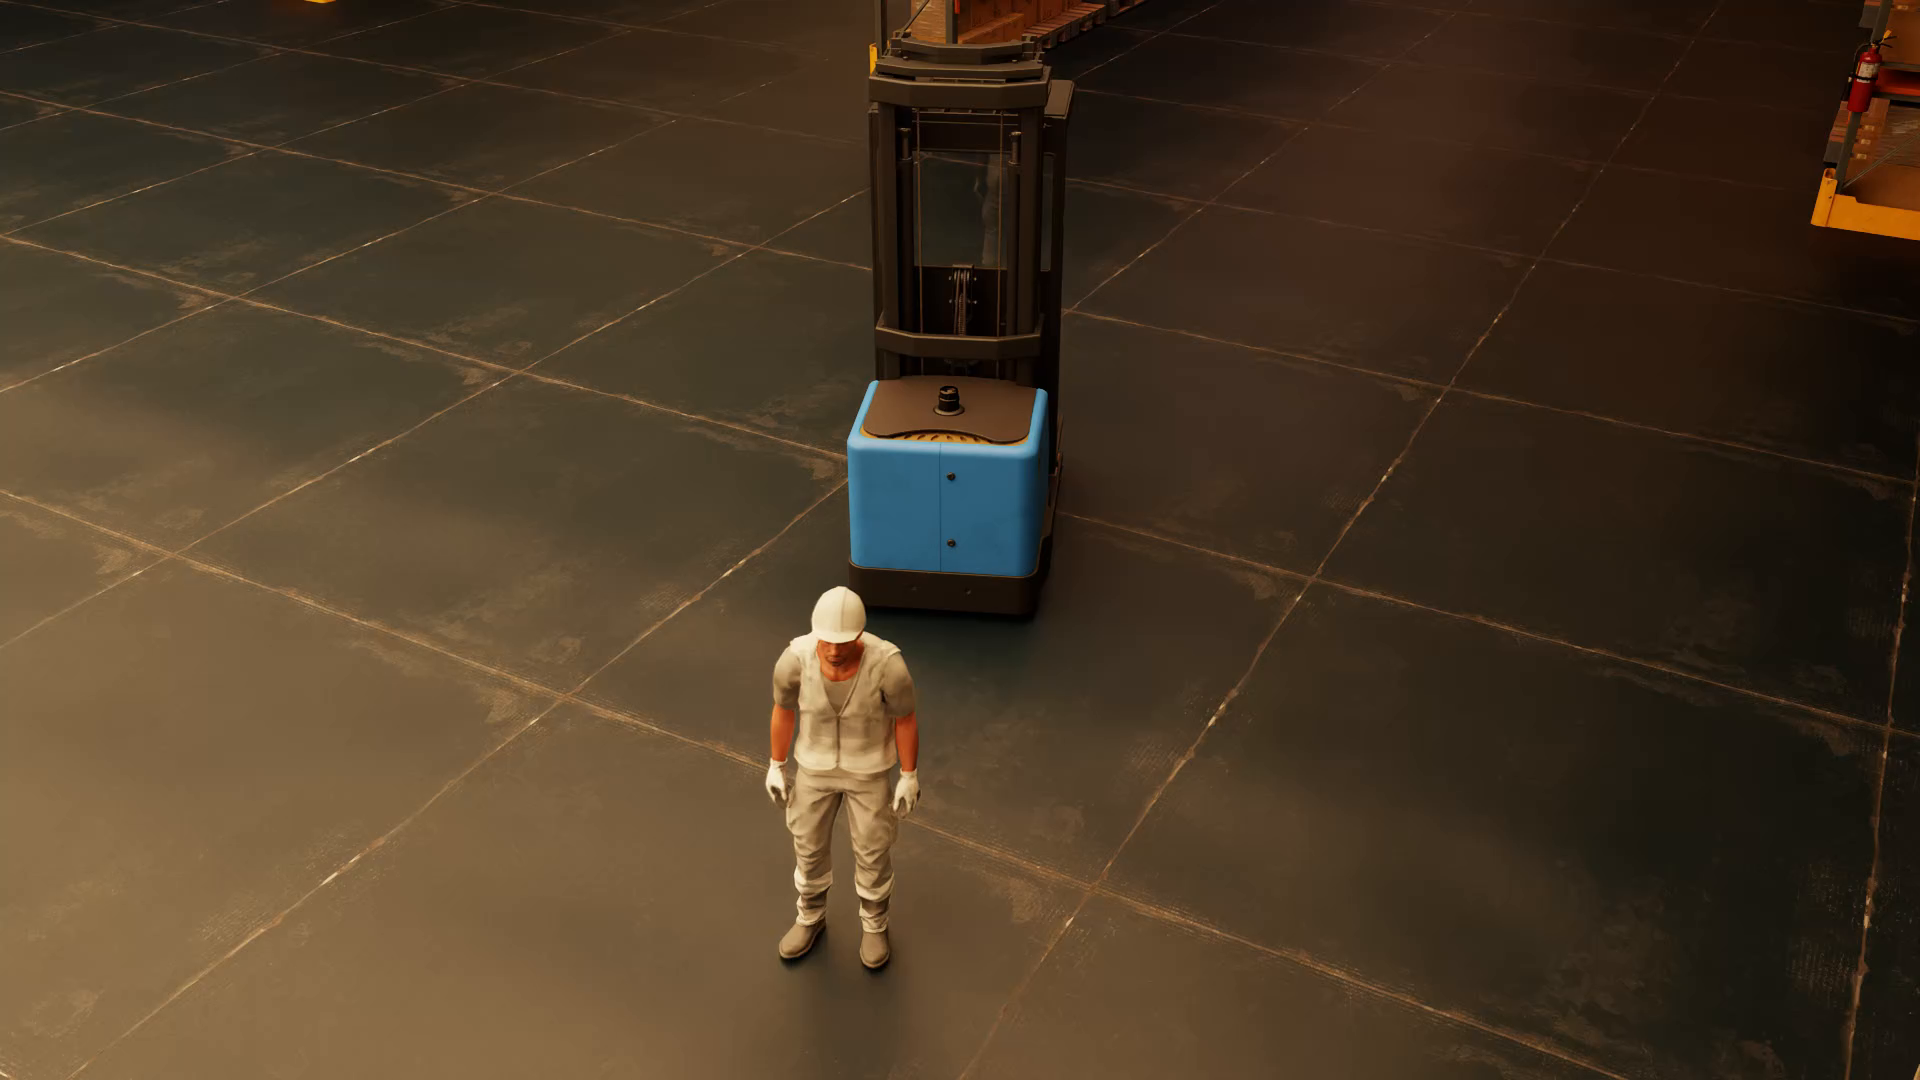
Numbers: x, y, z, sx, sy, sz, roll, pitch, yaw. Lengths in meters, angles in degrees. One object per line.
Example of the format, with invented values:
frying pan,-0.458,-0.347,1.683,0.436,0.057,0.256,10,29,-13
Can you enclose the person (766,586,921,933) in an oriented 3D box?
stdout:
person,-0.462,0.906,6.597,0.623,1.723,0.445,4,30,6

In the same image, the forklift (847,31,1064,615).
forklift,0.072,-1.572,9.794,1.130,2.935,3.031,3,30,6
